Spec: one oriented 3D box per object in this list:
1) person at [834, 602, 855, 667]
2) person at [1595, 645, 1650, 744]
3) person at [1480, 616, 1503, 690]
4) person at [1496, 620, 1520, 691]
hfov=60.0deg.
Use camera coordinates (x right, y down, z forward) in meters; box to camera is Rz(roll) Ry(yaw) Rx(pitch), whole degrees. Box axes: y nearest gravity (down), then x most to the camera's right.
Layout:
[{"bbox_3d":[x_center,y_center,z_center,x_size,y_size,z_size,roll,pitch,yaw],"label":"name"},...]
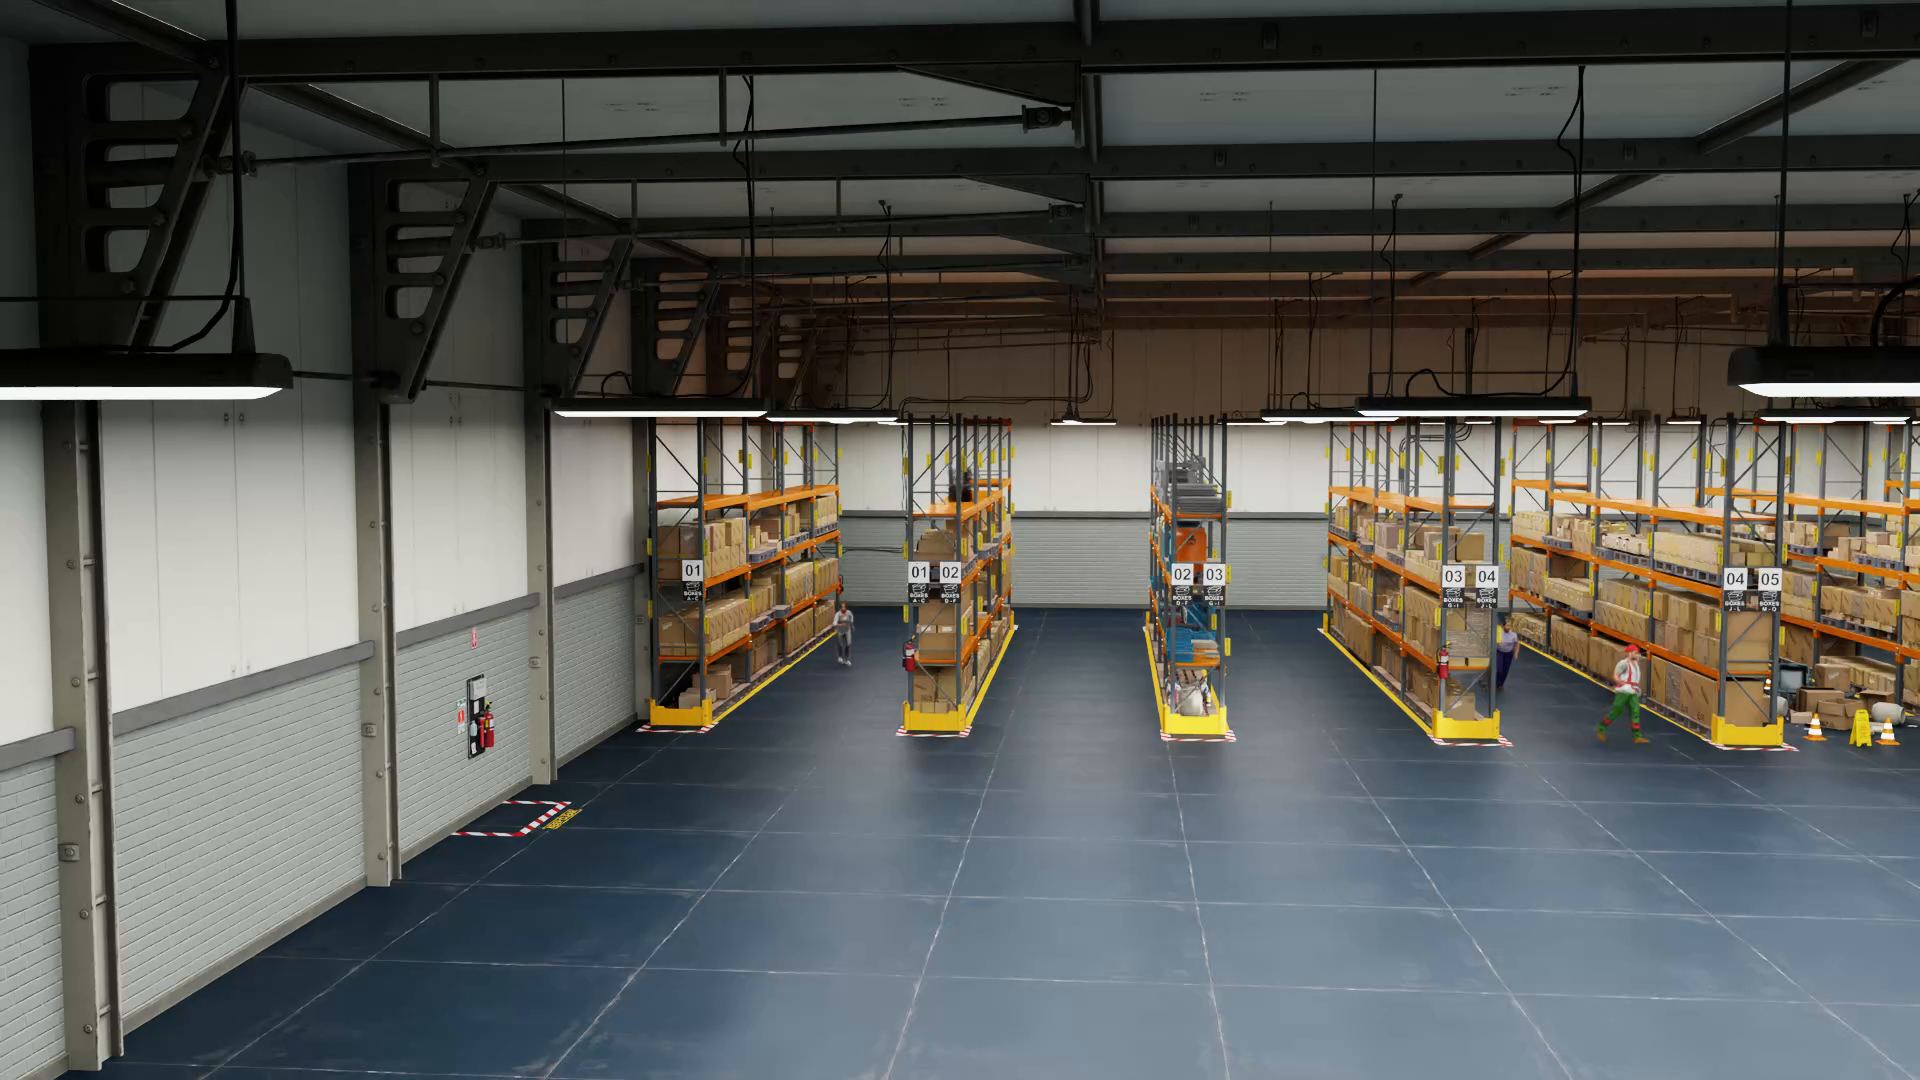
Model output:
[{"bbox_3d":[-2.796,2.255,40.050,0.548,1.563,0.902,-1,4,-13],"label":"person"},{"bbox_3d":[12.092,2.768,30.065,0.694,1.764,0.981,-3,5,-38],"label":"person"},{"bbox_3d":[11.740,2.459,36.745,0.647,1.634,0.714,0,4,3],"label":"person"},{"bbox_3d":[11.786,2.503,35.941,0.560,1.588,0.753,1,4,10],"label":"person"}]
